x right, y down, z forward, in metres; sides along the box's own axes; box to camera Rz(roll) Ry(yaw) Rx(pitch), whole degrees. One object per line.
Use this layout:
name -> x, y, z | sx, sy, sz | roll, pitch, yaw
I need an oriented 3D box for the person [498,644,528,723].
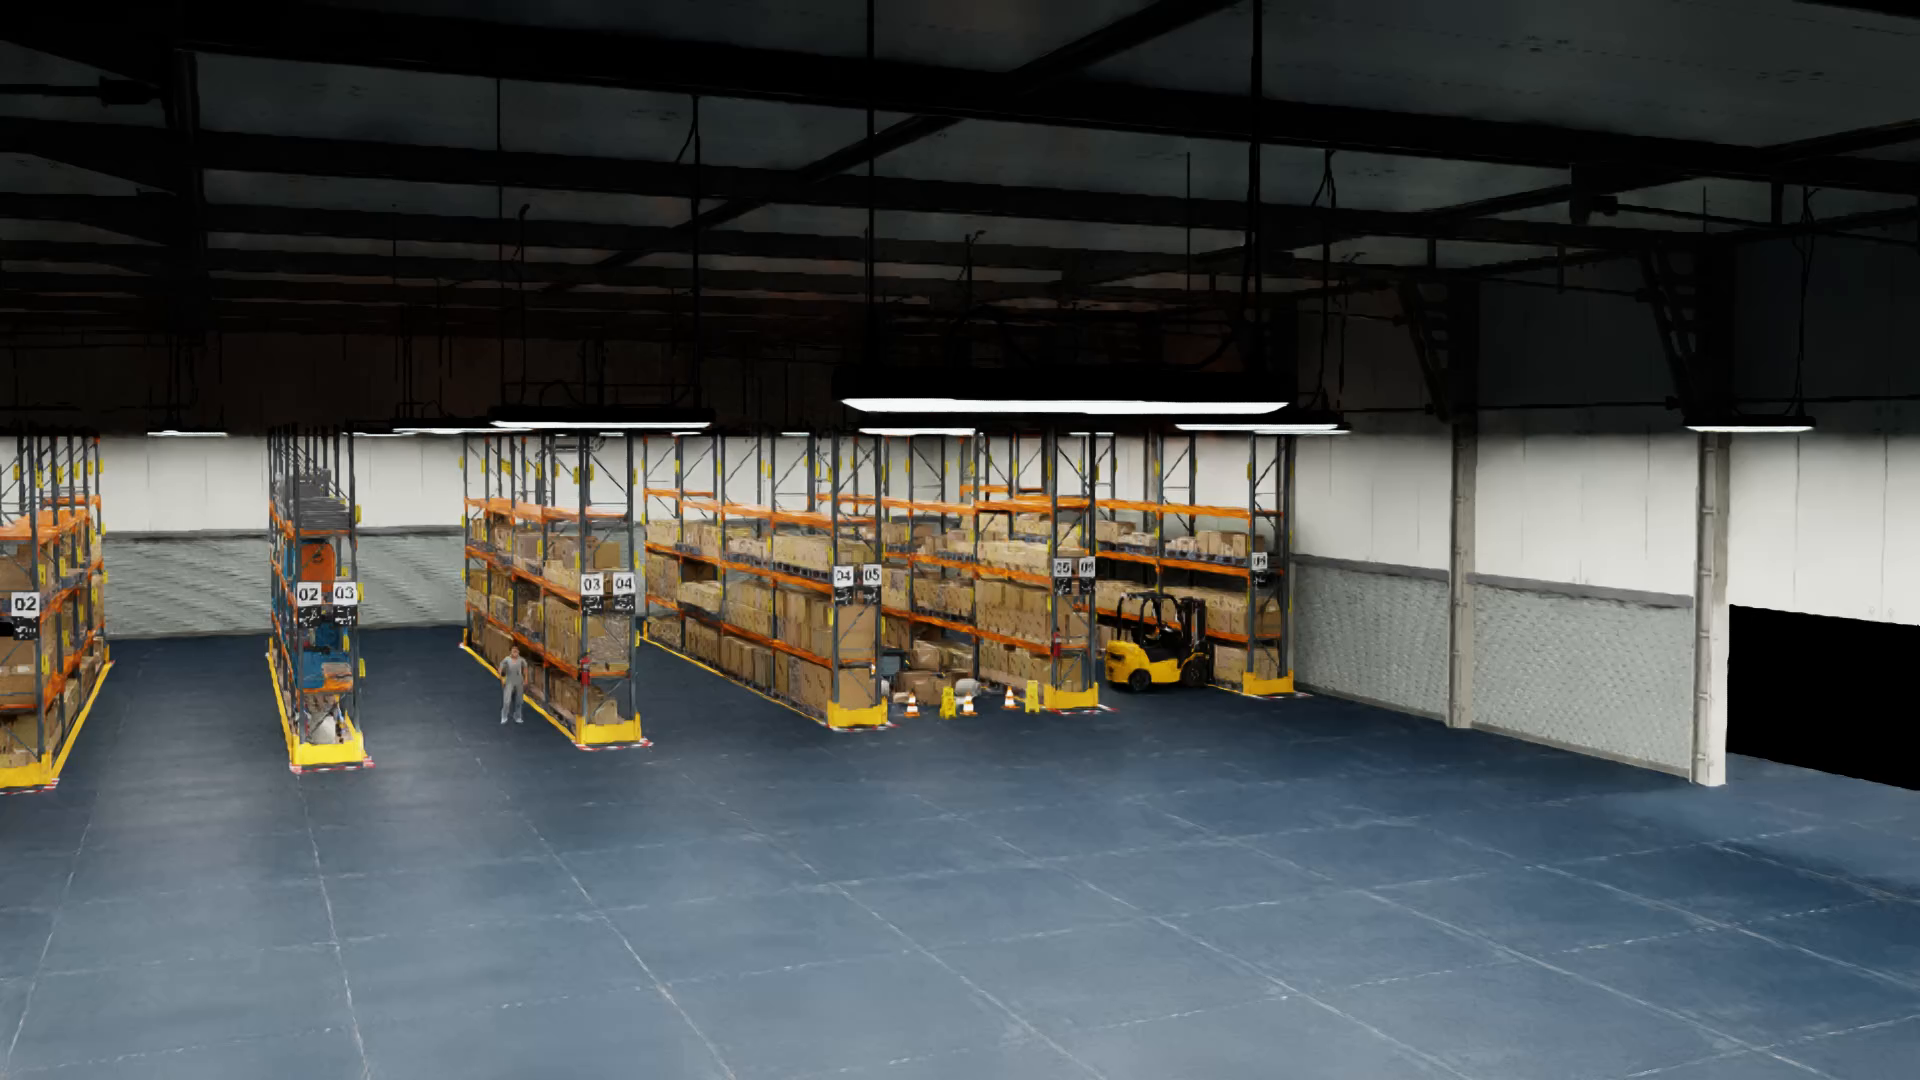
person -> -8.973, 2.880, 33.403 | 0.580, 1.619, 0.507 | -2, 4, -25
